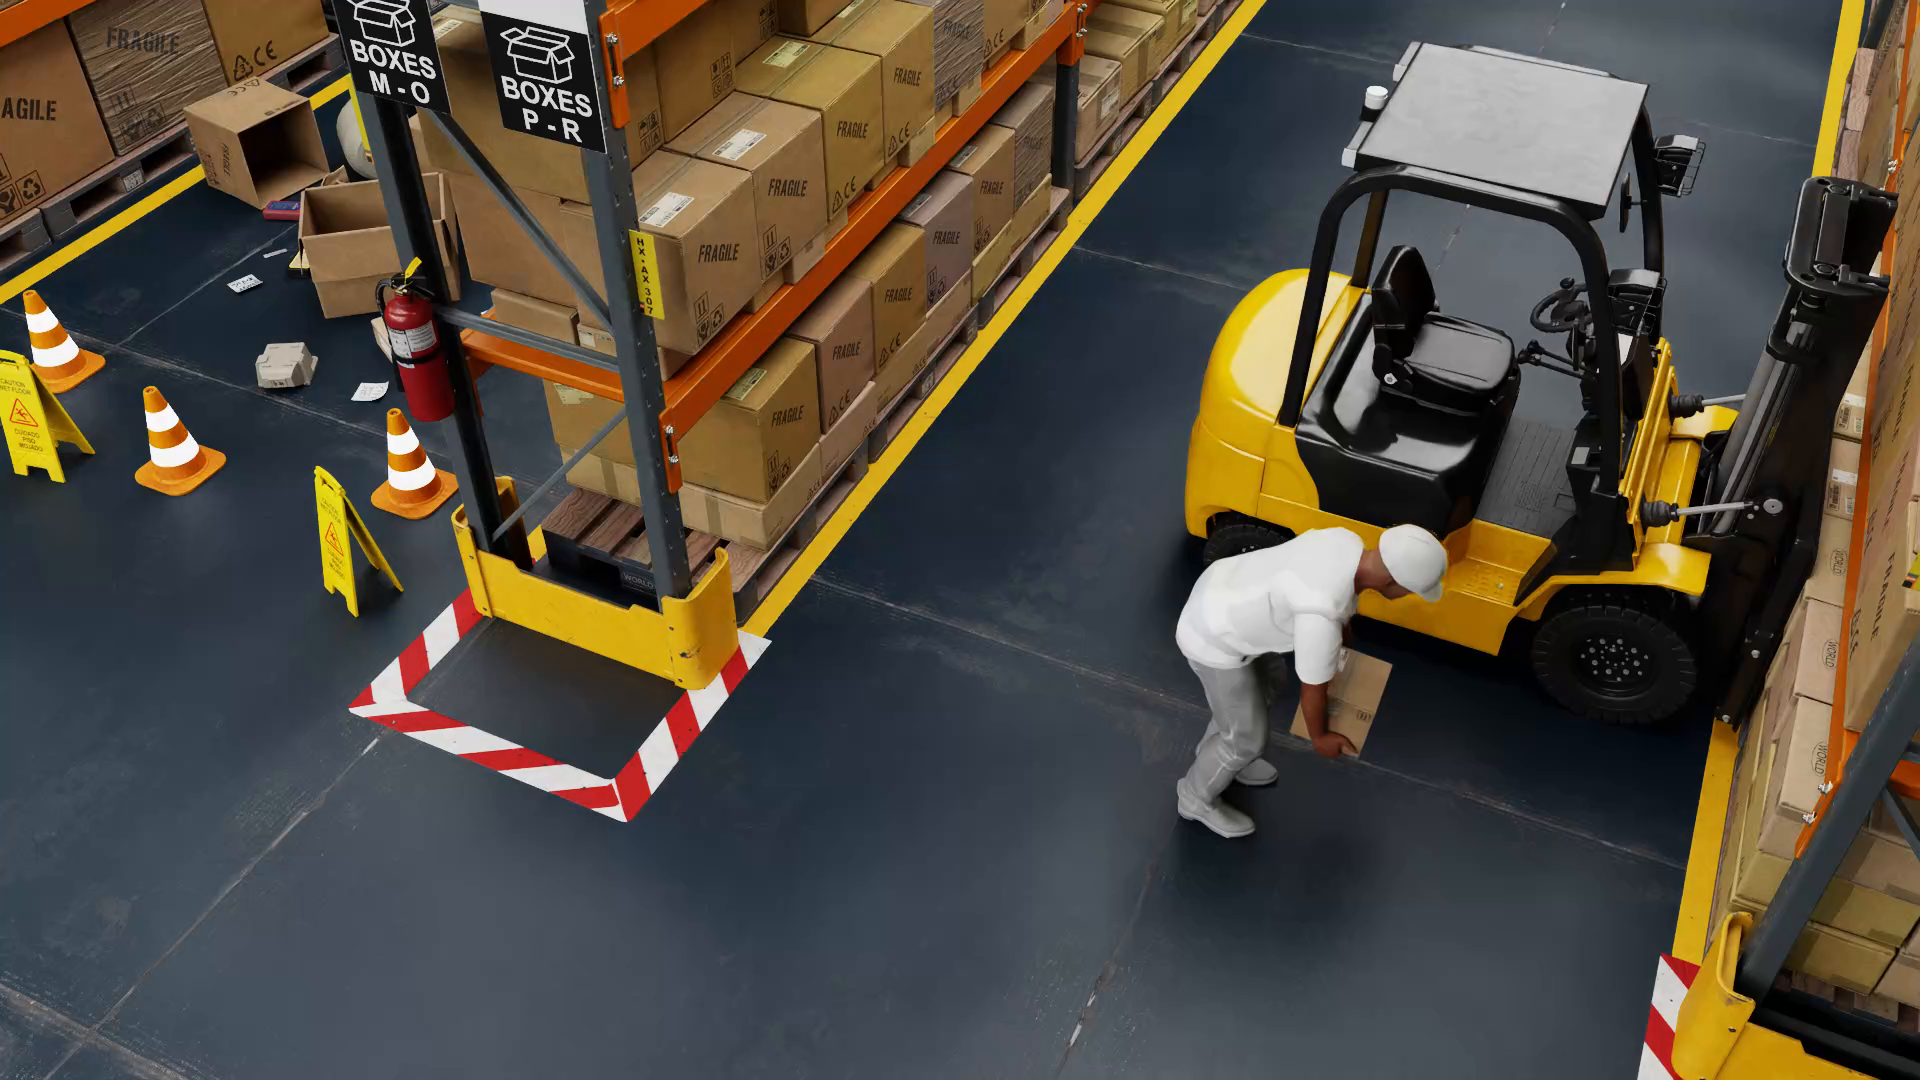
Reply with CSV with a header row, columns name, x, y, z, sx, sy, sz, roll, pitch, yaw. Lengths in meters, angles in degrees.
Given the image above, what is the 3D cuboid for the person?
name,x,y,z,sx,sy,sz,roll,pitch,yaw
person,1.174,0.453,5.834,0.832,1.497,0.488,16,44,17
